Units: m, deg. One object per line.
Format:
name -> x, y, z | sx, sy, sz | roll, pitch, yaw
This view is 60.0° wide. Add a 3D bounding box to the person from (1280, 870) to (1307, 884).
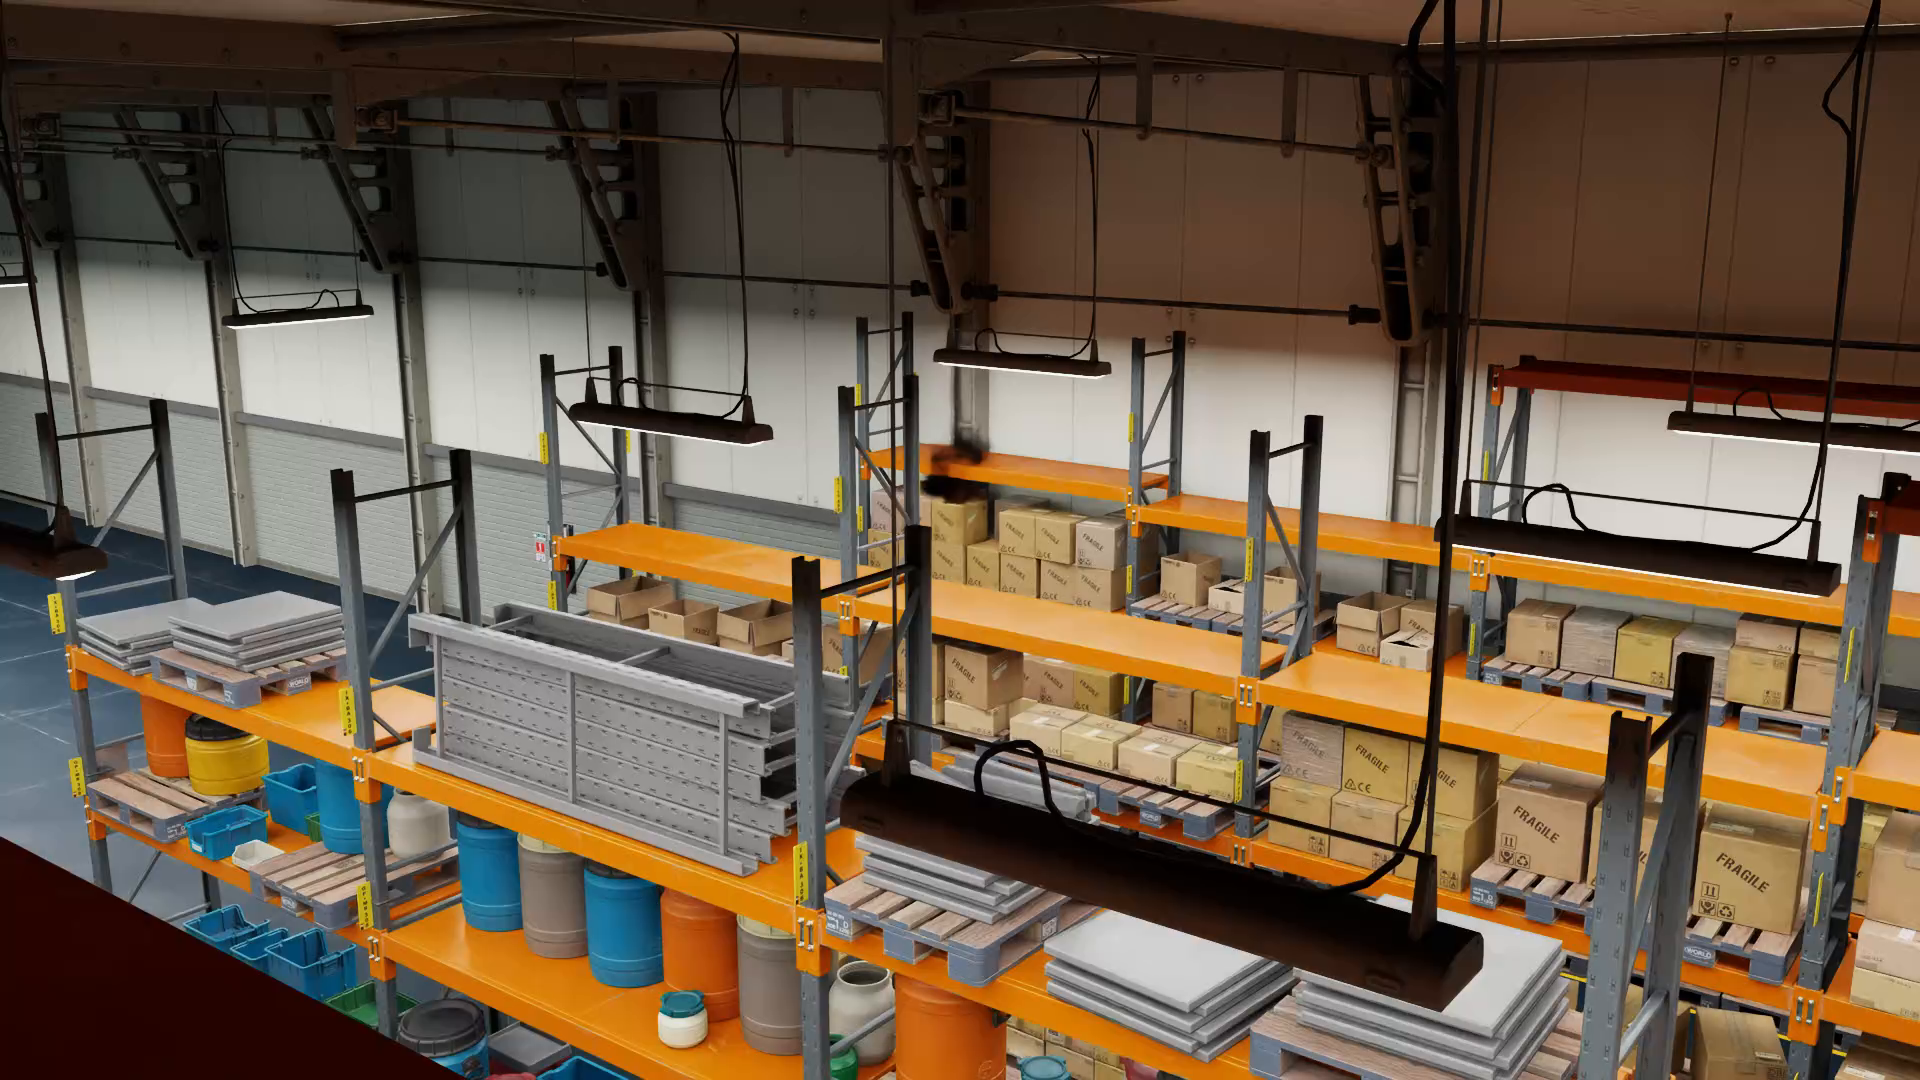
person -> 3.076, 3.754, 15.500 | 0.523, 1.624, 0.588 | 10, 16, 36
